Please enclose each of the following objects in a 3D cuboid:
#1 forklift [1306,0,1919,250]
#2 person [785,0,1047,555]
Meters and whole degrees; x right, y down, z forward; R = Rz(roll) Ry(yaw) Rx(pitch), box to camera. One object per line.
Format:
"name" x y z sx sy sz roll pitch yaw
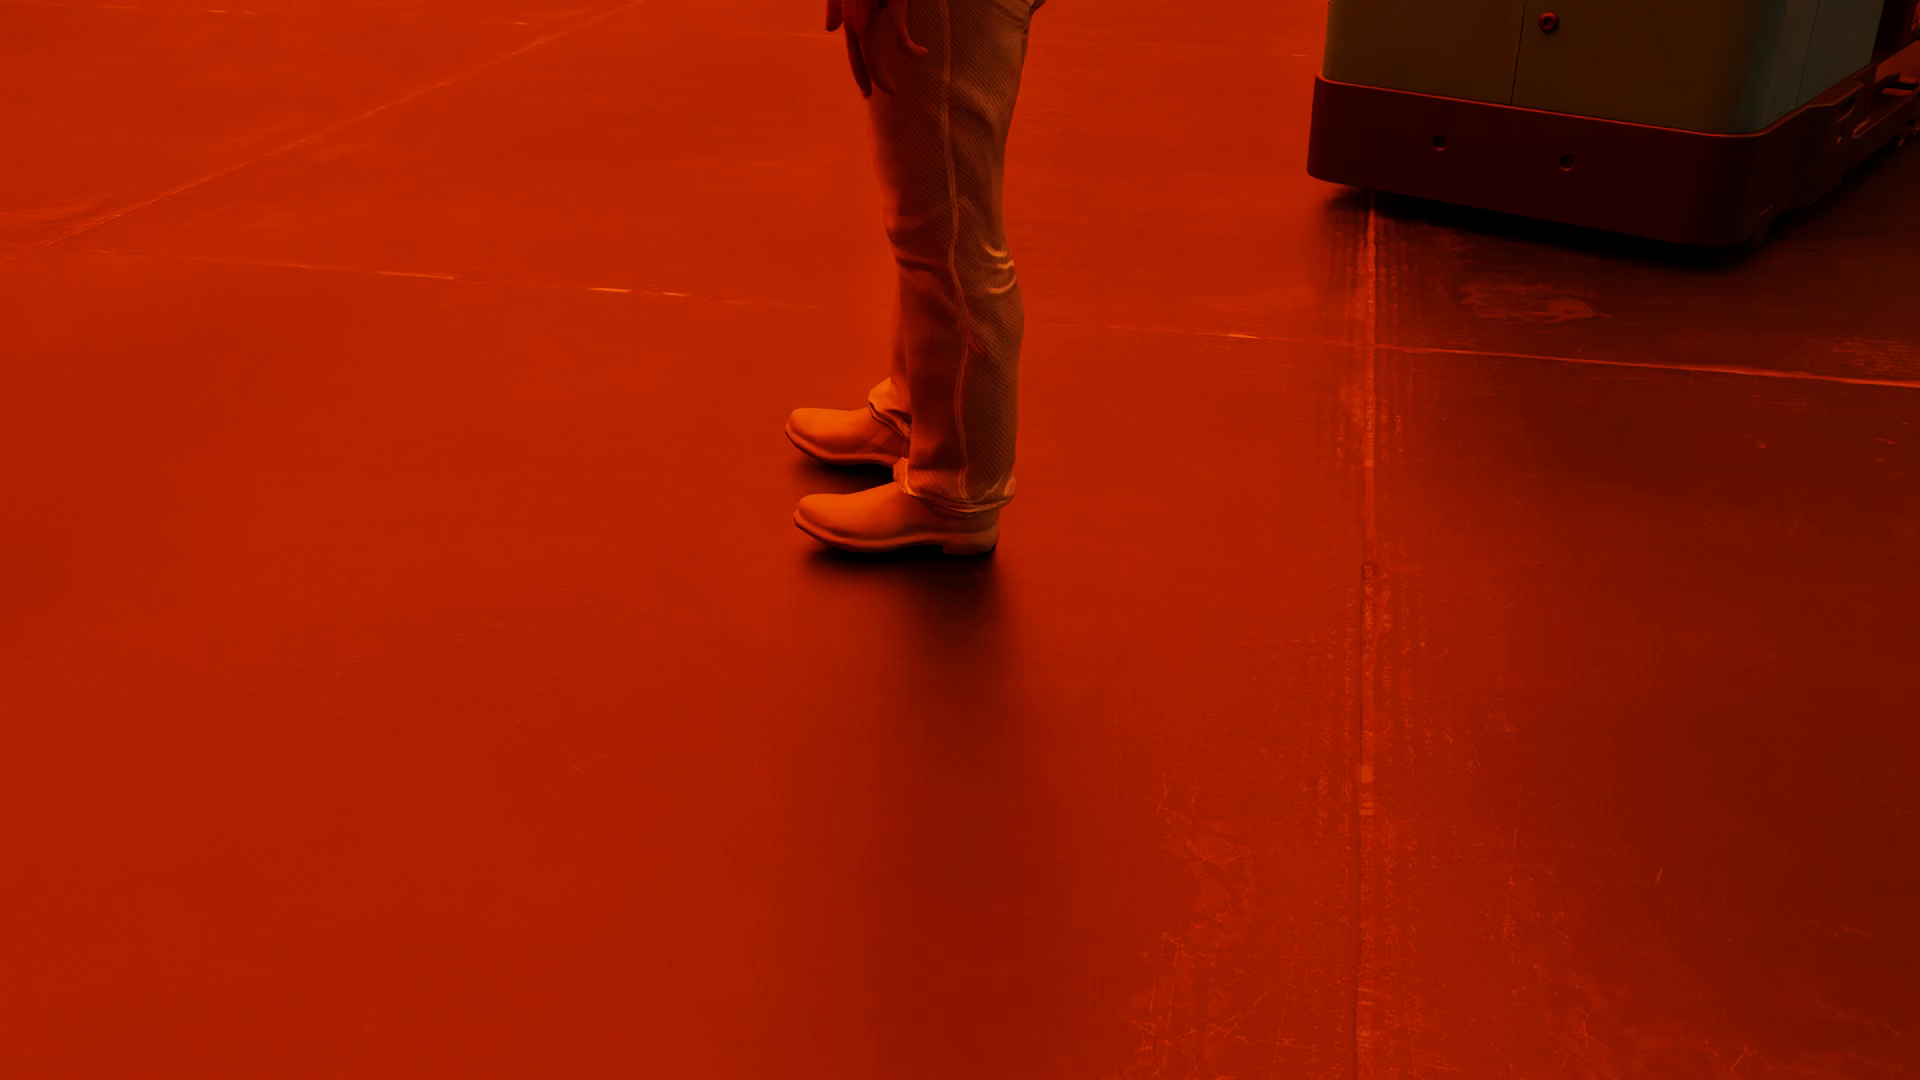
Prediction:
"forklift" 2.179 -2.538 4.276 1.130 2.935 3.031 20 33 34
"person" -0.067 -0.804 2.117 0.575 1.768 0.666 6 27 11
